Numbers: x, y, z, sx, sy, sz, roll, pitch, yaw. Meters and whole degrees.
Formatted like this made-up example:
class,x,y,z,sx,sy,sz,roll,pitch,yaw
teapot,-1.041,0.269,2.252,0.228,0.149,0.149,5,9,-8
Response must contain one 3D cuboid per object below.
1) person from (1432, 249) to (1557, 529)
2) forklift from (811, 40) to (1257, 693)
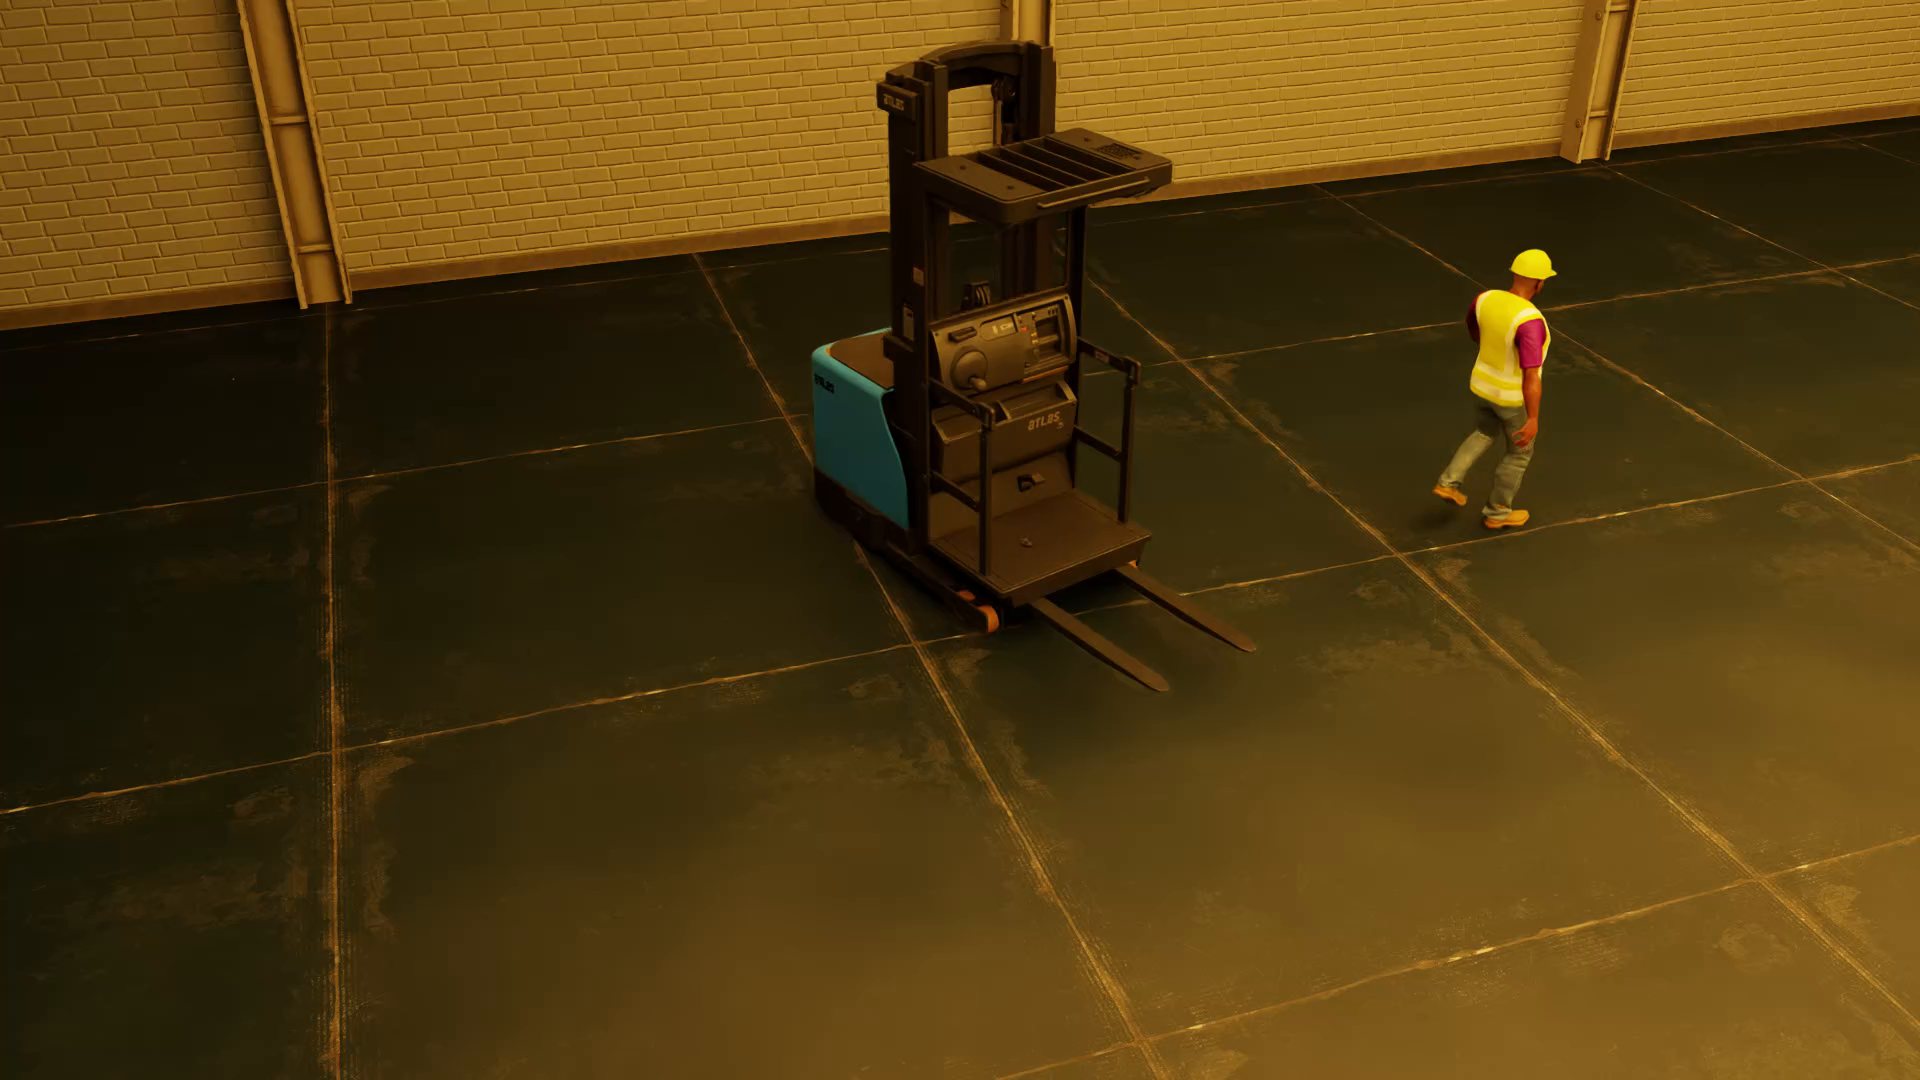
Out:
class,x,y,z,sx,sy,sz,roll,pitch,yaw
person,3.200,-0.874,9.794,0.583,1.747,0.829,-14,33,-23
forklift,0.375,-1.027,8.872,1.130,2.935,3.031,-20,36,-31
